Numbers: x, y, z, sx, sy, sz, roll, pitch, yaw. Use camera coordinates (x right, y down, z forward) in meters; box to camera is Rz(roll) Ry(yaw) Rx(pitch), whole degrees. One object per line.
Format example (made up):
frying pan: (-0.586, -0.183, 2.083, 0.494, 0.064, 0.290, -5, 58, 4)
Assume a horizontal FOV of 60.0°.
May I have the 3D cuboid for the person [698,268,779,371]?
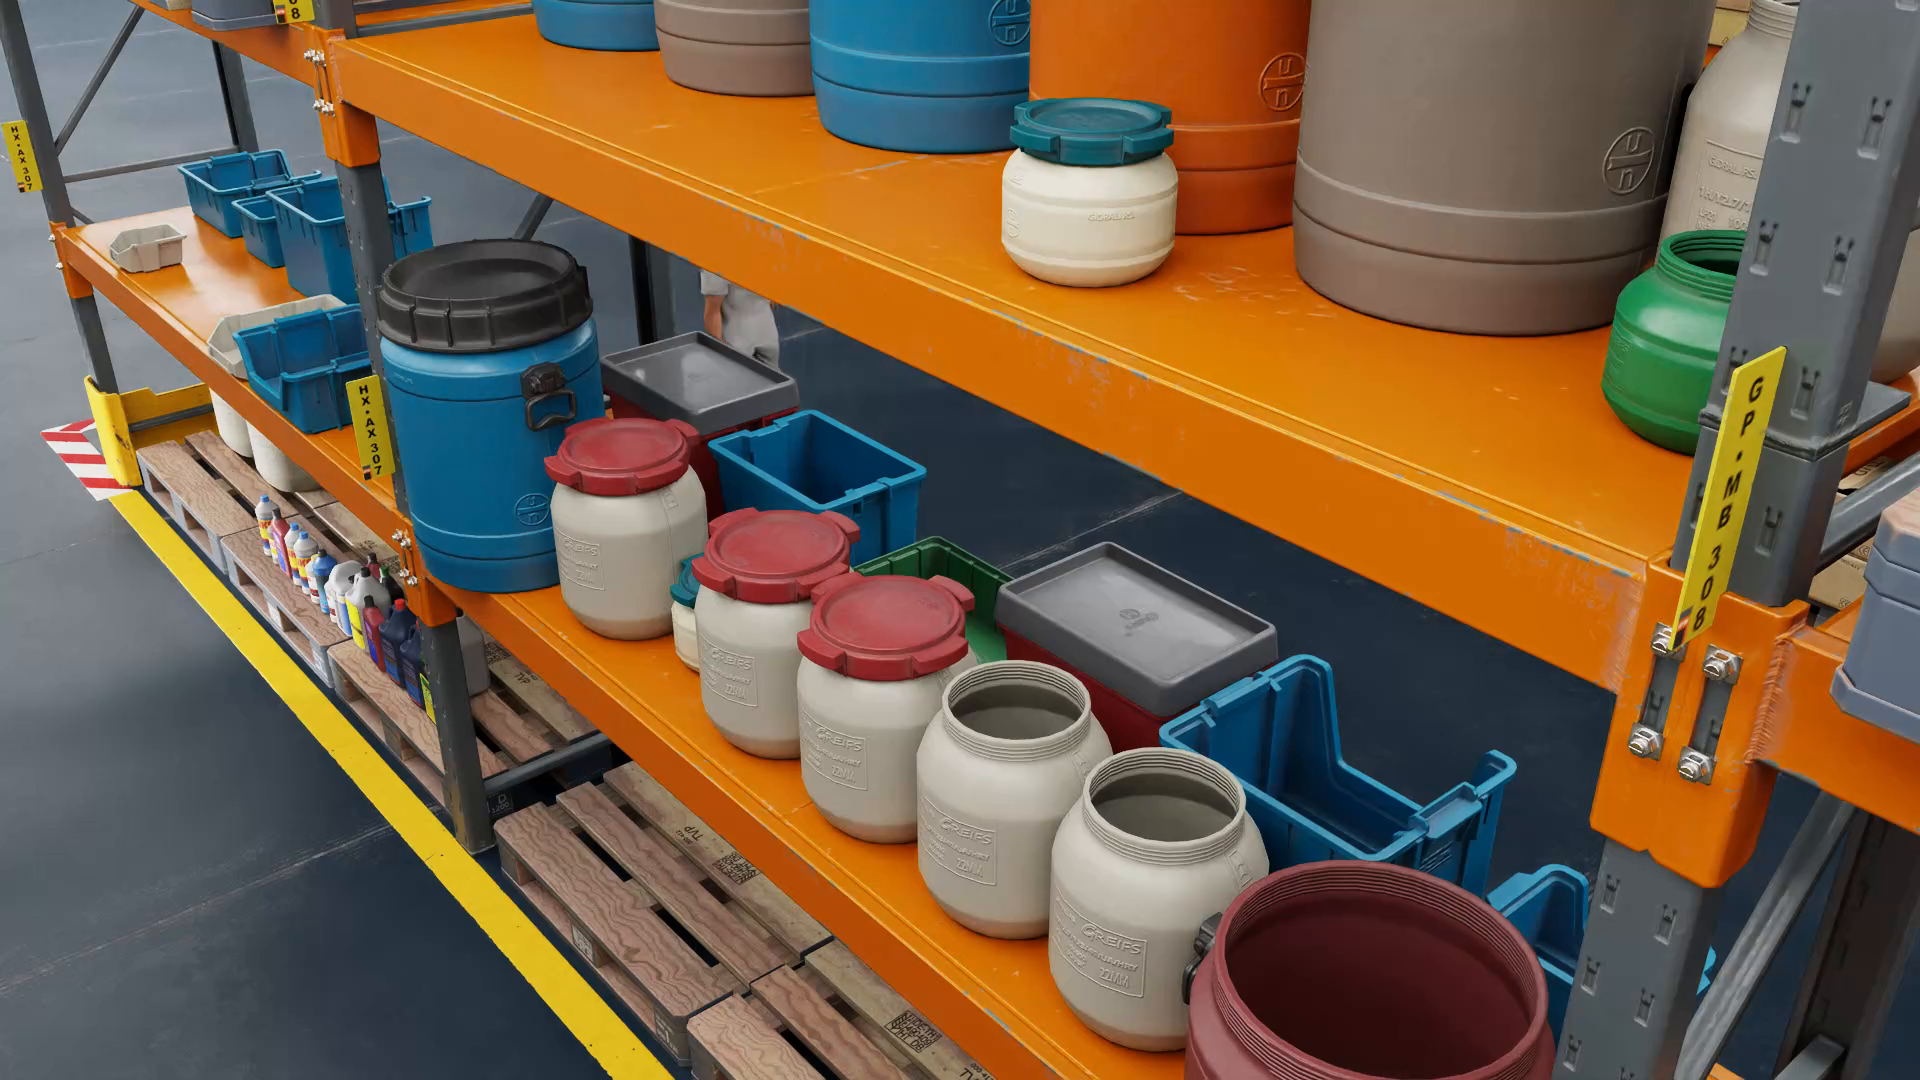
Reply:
person: (-1.035, -0.859, 7.785, 0.457, 1.721, 0.592, -21, 34, -33)
